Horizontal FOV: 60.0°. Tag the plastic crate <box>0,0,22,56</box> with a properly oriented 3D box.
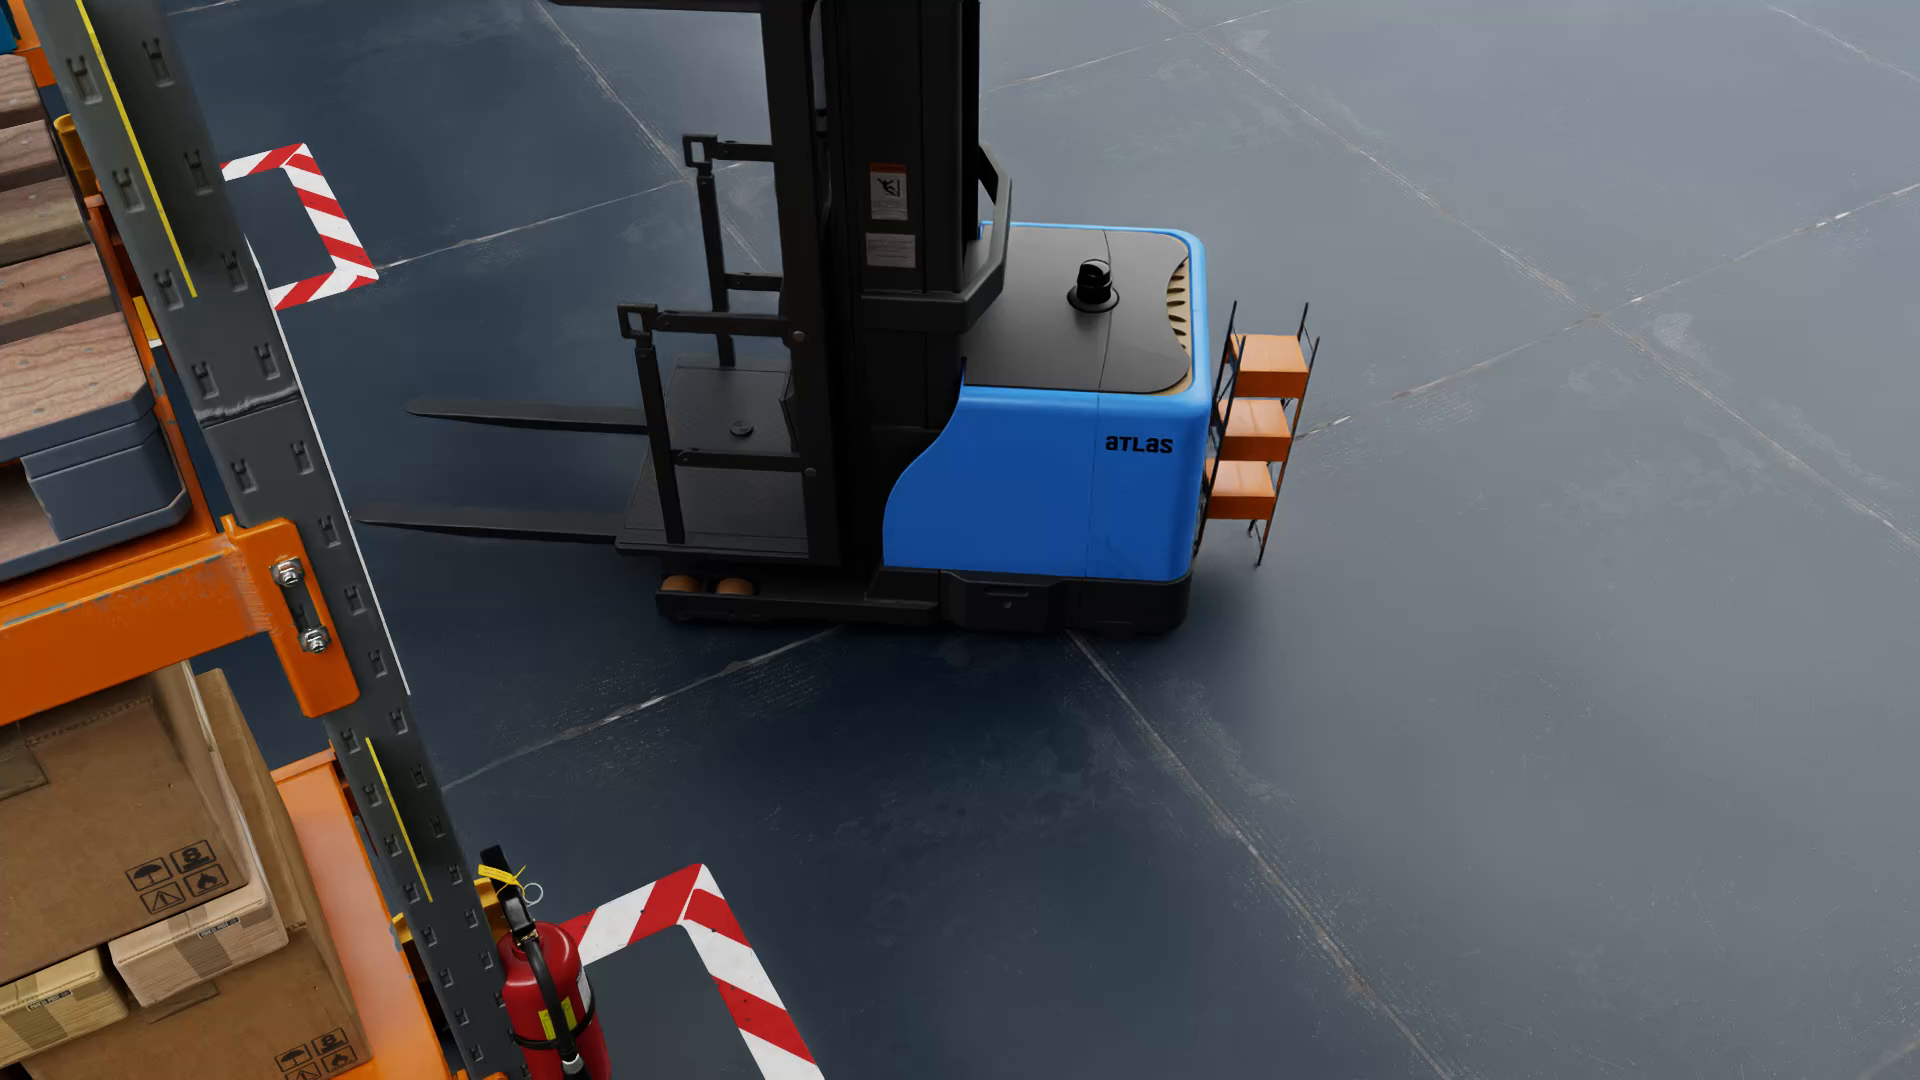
[{"bbox_3d":[-3.895,-1.971,6.233,0.616,0.251,0.499,-22,48,-21],"label":"plastic crate"}]

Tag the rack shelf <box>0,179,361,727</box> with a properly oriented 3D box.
[{"bbox_3d":[-2.880,0.490,1.954,4.000,0.370,1.077,-22,48,-21],"label":"rack shelf"}]

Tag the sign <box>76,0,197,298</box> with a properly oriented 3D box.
[{"bbox_3d":[-0.888,-0.419,1.795,0.005,0.325,0.100,-22,48,-21],"label":"sign"}]

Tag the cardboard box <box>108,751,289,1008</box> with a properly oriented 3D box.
[{"bbox_3d":[-1.382,0.593,2.947,0.250,0.149,0.380,-23,49,-22],"label":"cardboard box"}]

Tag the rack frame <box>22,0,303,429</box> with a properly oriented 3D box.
[{"bbox_3d":[-1.146,-1.539,1.374,0.127,3.000,1.000,-22,48,-21],"label":"rack frame"}]

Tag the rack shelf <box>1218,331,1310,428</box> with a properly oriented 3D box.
[{"bbox_3d":[1.029,-0.548,5.659,0.240,0.259,0.215,1,44,-4],"label":"rack shelf"}]

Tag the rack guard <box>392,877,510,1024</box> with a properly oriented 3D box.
[{"bbox_3d":[-1.125,1.503,4.342,0.348,0.500,1.175,-22,48,-21],"label":"rack guard"}]

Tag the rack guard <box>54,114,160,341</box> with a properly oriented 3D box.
[{"bbox_3d":[-3.653,-1.426,7.361,0.348,0.500,1.175,-22,48,-21],"label":"rack guard"}]

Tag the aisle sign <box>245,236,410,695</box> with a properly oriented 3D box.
[{"bbox_3d":[-0.943,-0.164,2.399,0.004,0.787,0.394,-22,48,-21],"label":"aisle sign"}]

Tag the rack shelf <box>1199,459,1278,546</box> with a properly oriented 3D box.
[{"bbox_3d":[0.994,-0.144,6.048,0.240,0.259,0.215,1,44,-4],"label":"rack shelf"}]

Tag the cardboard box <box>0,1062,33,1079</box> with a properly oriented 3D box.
[{"bbox_3d":[-2.010,0.918,3.079,0.500,0.500,0.700,-21,48,-20],"label":"cardboard box"}]

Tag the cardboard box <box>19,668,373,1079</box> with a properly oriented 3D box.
[{"bbox_3d":[-1.557,0.733,3.270,0.500,0.500,0.700,-22,48,-21],"label":"cardboard box"}]

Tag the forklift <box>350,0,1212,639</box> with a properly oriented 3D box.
[{"bbox_3d":[-0.673,-1.120,5.299,3.031,2.935,1.130,3,44,3],"label":"forklift"}]

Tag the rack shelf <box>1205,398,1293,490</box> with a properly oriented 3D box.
[{"bbox_3d":[1.011,-0.344,5.856,0.240,0.259,0.215,1,44,-4],"label":"rack shelf"}]

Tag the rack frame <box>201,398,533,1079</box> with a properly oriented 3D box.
[{"bbox_3d":[-1.146,0.614,3.463,0.127,3.000,1.000,-22,48,-21],"label":"rack frame"}]

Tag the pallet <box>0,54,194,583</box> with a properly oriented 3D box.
[{"bbox_3d":[-1.772,-0.201,2.213,1.213,0.211,1.003,-22,48,-21],"label":"pallet"}]

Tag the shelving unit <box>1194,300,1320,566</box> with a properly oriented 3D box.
[{"bbox_3d":[1.012,-0.352,5.848,0.252,1.050,0.215,1,44,-4],"label":"shelving unit"}]

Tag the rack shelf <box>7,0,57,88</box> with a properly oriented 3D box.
[{"bbox_3d":[-5.344,-1.426,6.082,4.000,0.370,1.077,-22,48,-21],"label":"rack shelf"}]

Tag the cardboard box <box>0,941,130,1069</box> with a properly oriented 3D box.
[{"bbox_3d":[-1.609,0.685,2.853,0.250,0.149,0.380,-21,48,-20],"label":"cardboard box"}]

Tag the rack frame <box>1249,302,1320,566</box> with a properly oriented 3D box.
[{"bbox_3d":[1.134,-0.350,5.858,0.008,1.050,0.200,1,44,-4],"label":"rack frame"}]

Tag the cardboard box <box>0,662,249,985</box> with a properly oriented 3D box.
[{"bbox_3d":[-1.603,0.285,2.799,0.500,0.500,0.700,-22,48,-21],"label":"cardboard box"}]

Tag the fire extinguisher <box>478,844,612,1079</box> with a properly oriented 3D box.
[{"bbox_3d":[-0.812,0.881,3.244,0.183,0.674,0.296,-22,48,-21],"label":"fire extinguisher"}]

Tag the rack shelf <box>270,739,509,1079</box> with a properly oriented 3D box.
[{"bbox_3d":[-2.880,1.566,2.999,4.000,0.370,1.077,-22,48,-21],"label":"rack shelf"}]

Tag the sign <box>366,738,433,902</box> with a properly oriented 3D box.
[{"bbox_3d":[-0.888,0.446,2.635,0.005,0.325,0.100,-22,48,-21],"label":"sign"}]

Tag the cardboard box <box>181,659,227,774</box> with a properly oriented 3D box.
[{"bbox_3d":[-1.593,0.352,3.196,0.250,0.149,0.380,-22,48,-21],"label":"cardboard box"}]

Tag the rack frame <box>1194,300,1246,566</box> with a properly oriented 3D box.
[{"bbox_3d":[0.890,-0.353,5.839,0.008,1.050,0.200,1,44,-4],"label":"rack frame"}]
